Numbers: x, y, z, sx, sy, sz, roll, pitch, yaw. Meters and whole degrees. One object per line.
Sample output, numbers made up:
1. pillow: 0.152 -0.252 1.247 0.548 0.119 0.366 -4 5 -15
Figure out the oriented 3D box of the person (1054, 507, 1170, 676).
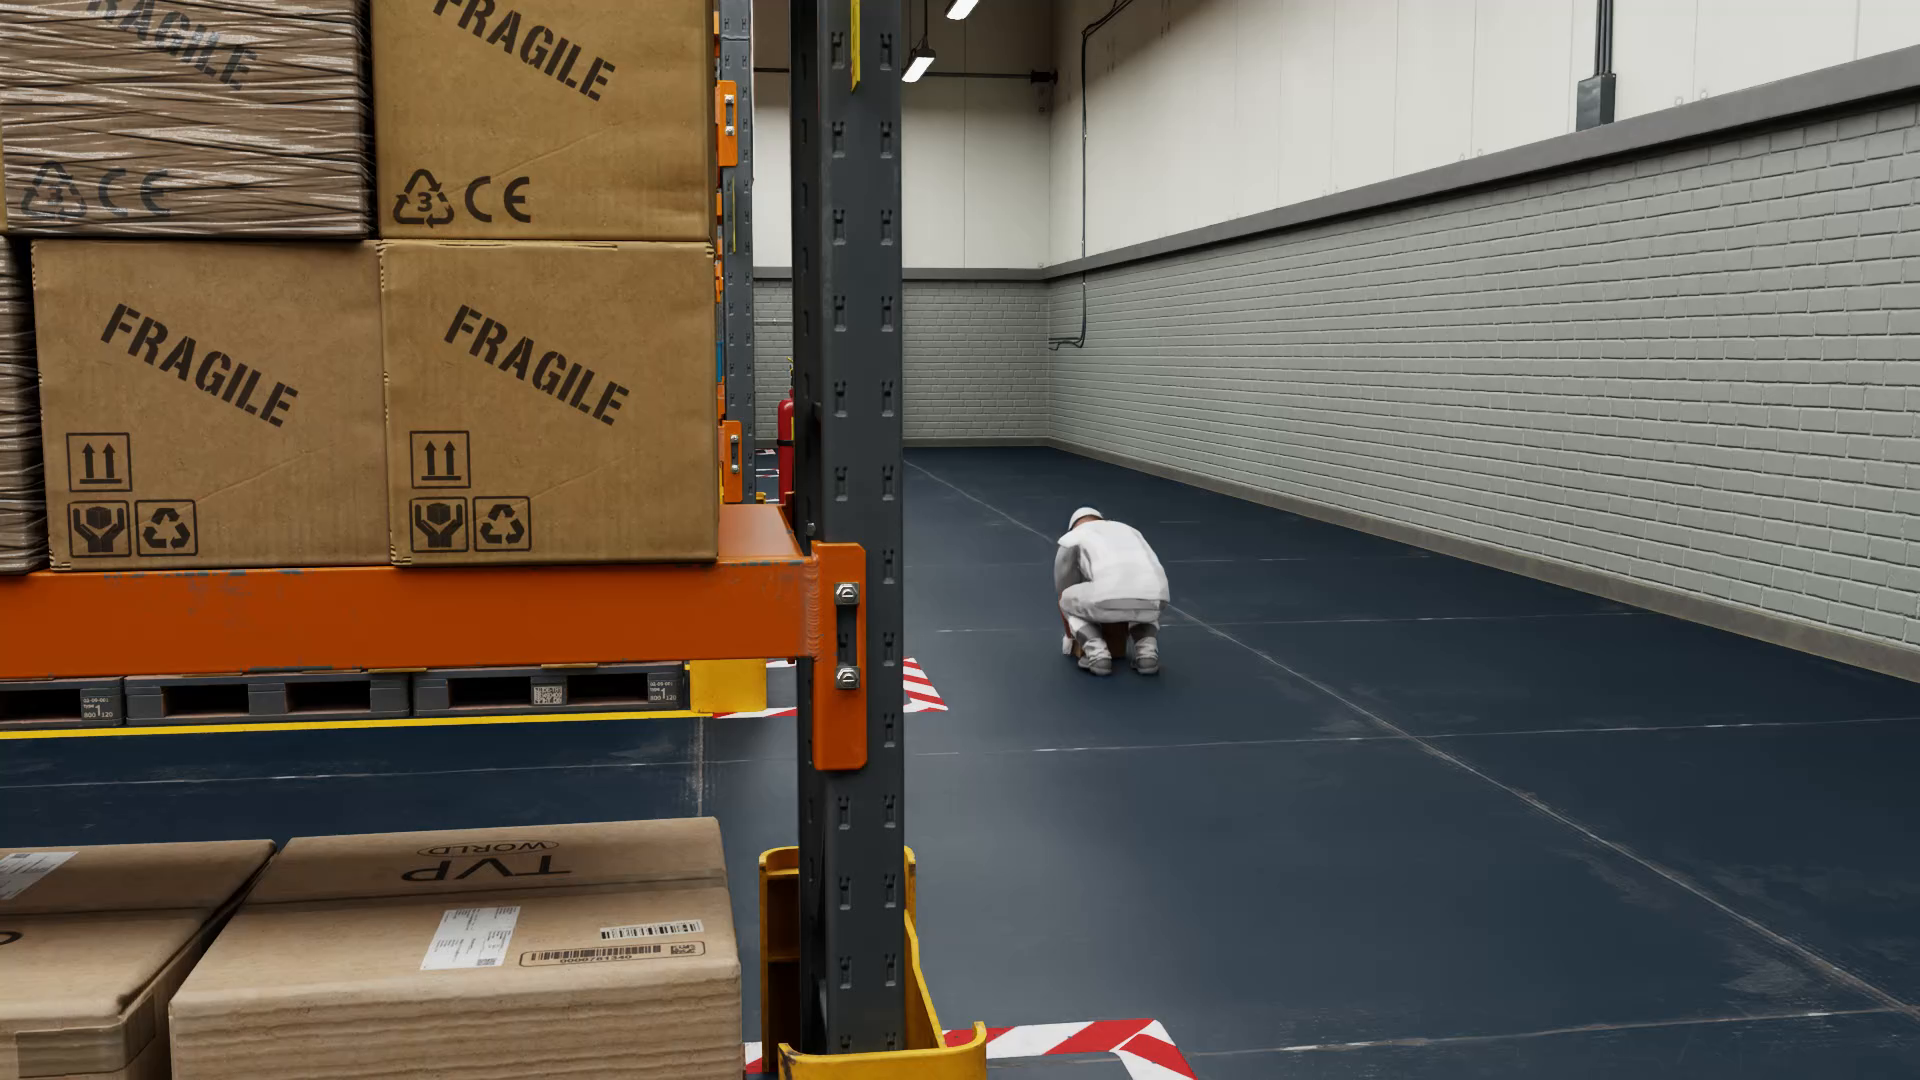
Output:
1. person: 0.788 0.293 8.712 0.551 0.873 0.911 -1 6 -9
